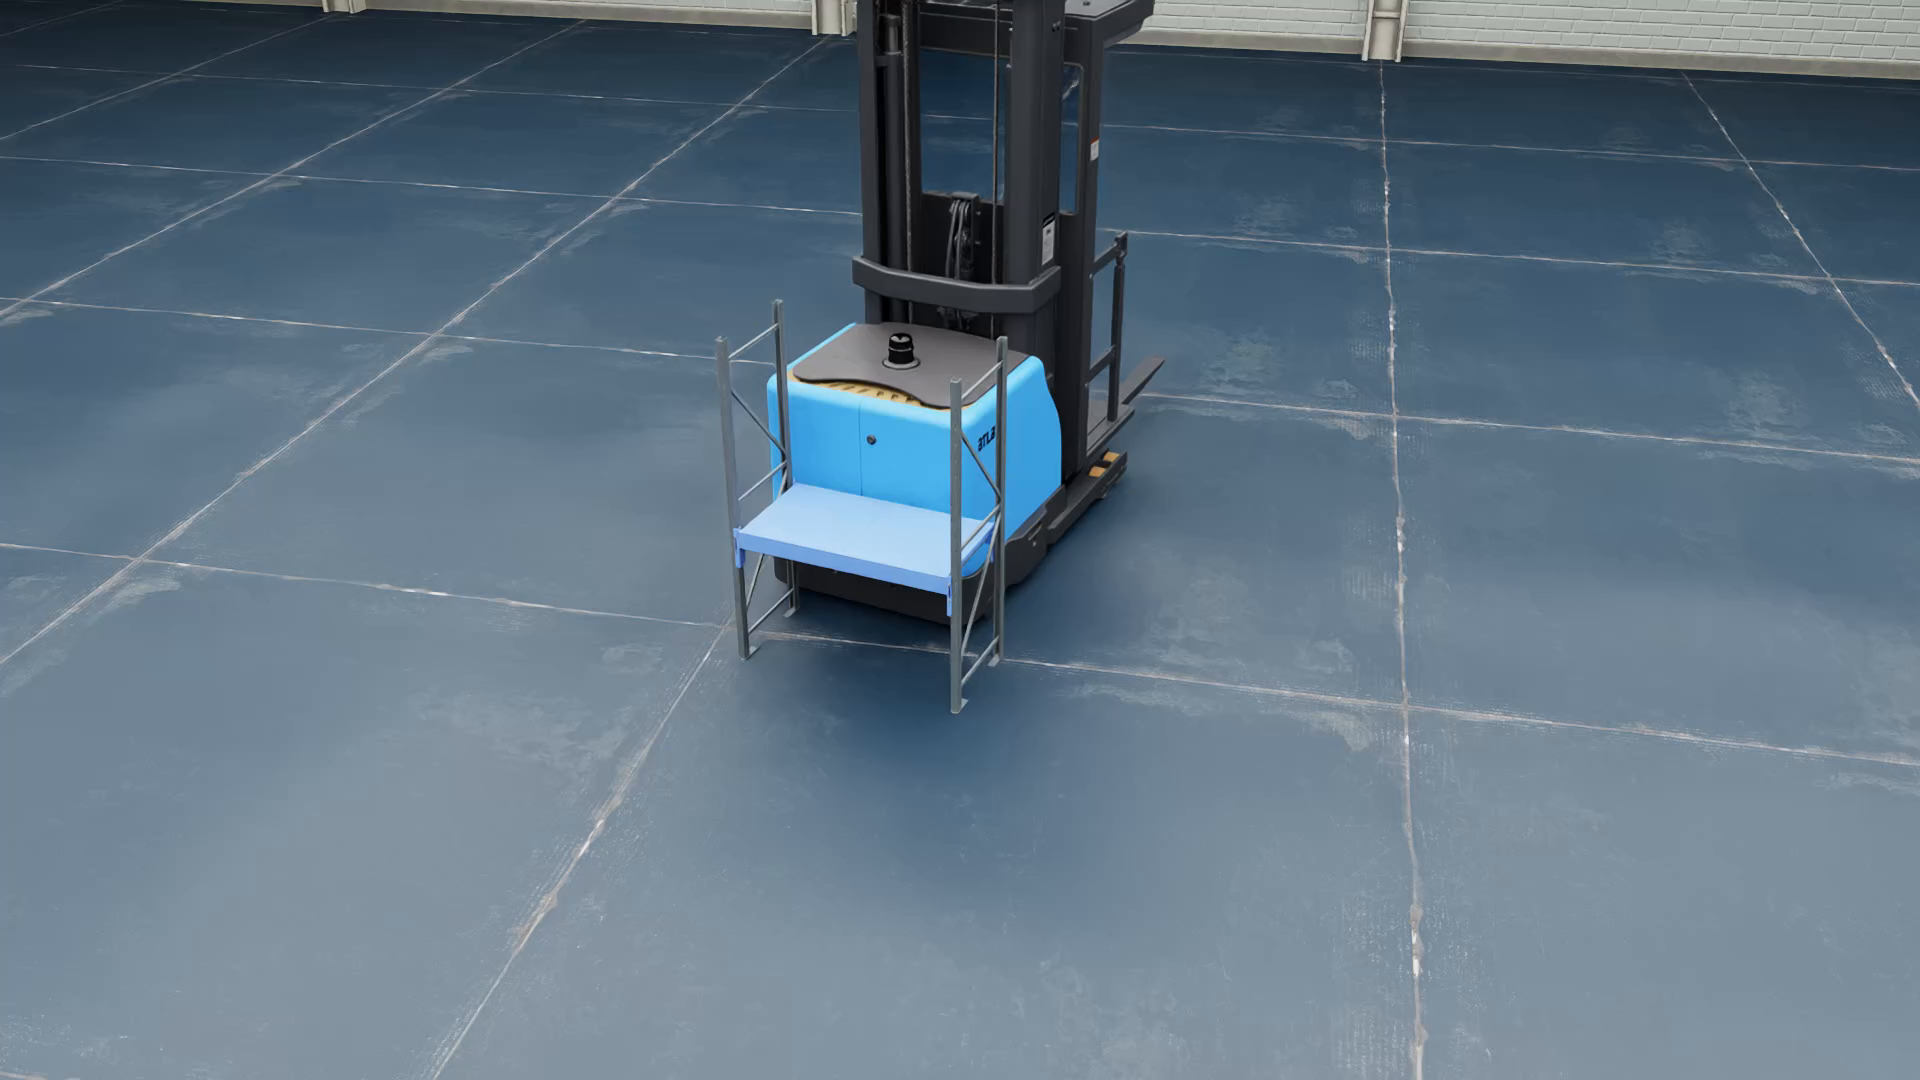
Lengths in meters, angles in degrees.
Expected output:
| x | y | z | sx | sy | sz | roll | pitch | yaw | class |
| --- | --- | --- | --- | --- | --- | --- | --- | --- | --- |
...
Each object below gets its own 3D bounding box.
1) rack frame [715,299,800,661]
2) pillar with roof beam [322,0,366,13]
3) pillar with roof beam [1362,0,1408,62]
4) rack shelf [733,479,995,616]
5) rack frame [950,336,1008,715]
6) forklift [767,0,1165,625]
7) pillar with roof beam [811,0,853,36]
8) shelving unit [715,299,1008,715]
| x | y | z | sx | sy | sz | roll | pitch | yaw | class |
| --- | --- | --- | --- | --- | --- | --- | --- | --- | --- |
| -0.854 | -0.239 | 7.124 | 0.032 | 1.500 | 0.500 | 12 | 31 | 21 | rack frame |
| -8.193 | -8.217 | 13.888 | 0.400 | 9.000 | 9.100 | 6 | 29 | 11 | pillar with roof beam |
| 3.543 | -7.014 | 11.690 | 0.400 | 9.000 | 9.100 | 6 | 29 | 11 | pillar with roof beam |
| -0.389 | 0.018 | 7.030 | 1.000 | 0.185 | 0.538 | 12 | 31 | 21 | rack shelf |
| 0.076 | -0.042 | 6.764 | 0.032 | 1.500 | 0.500 | 12 | 31 | 21 | rack frame |
| 0.232 | -1.586 | 8.094 | 1.130 | 2.935 | 3.031 | 13 | 31 | 23 | forklift |
| -2.325 | -7.615 | 12.789 | 0.400 | 9.000 | 9.100 | 6 | 29 | 11 | pillar with roof beam |
| -0.389 | -0.140 | 6.944 | 1.048 | 1.500 | 0.538 | 12 | 31 | 21 | shelving unit |
